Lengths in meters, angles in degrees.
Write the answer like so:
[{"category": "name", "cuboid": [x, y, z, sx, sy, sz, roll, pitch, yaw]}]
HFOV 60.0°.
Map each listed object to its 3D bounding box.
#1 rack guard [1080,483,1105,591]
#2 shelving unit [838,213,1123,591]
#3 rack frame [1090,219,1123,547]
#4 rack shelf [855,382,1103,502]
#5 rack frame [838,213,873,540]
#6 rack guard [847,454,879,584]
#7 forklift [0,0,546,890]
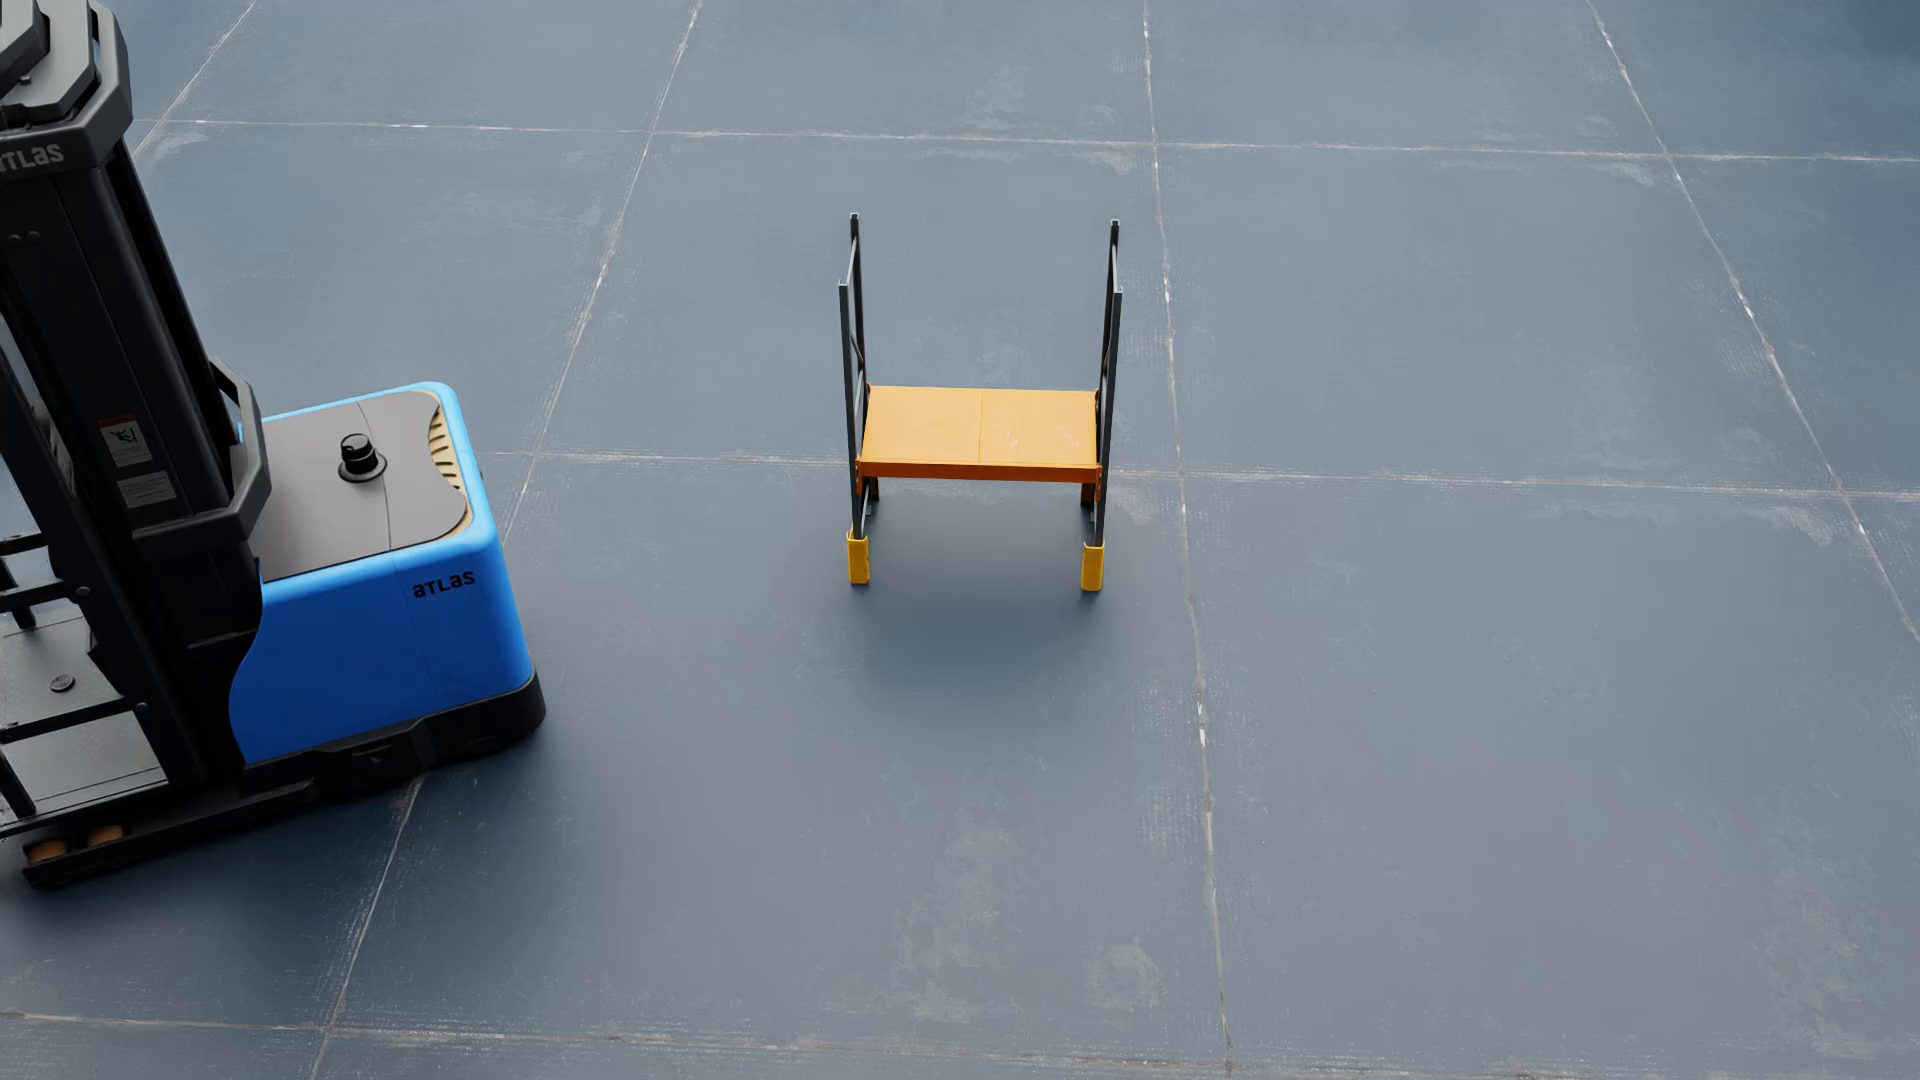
[{"category": "rack guard", "cuboid": [0.574, -0.074, 7.231, 0.087, 0.250, 0.587, 2, 43, 2]}, {"category": "shelving unit", "cuboid": [0.076, -0.546, 6.822, 1.083, 1.500, 0.587, 2, 43, 2]}, {"category": "rack frame", "cuboid": [0.593, -0.531, 6.805, 0.032, 1.500, 0.500, 2, 43, 2]}, {"category": "rack shelf", "cuboid": [0.085, -0.415, 6.944, 1.000, 0.185, 0.538, 2, 43, 2]}, {"category": "rack frame", "cuboid": [-0.423, -0.562, 6.838, 0.032, 1.500, 0.500, 2, 43, 2]}, {"category": "rack guard", "cuboid": [-0.421, -0.104, 7.264, 0.087, 0.250, 0.587, 2, 43, 2]}, {"category": "forklift", "cuboid": [-3.187, -0.238, 5.441, 3.031, 2.935, 1.130, -15, 45, -16]}]
